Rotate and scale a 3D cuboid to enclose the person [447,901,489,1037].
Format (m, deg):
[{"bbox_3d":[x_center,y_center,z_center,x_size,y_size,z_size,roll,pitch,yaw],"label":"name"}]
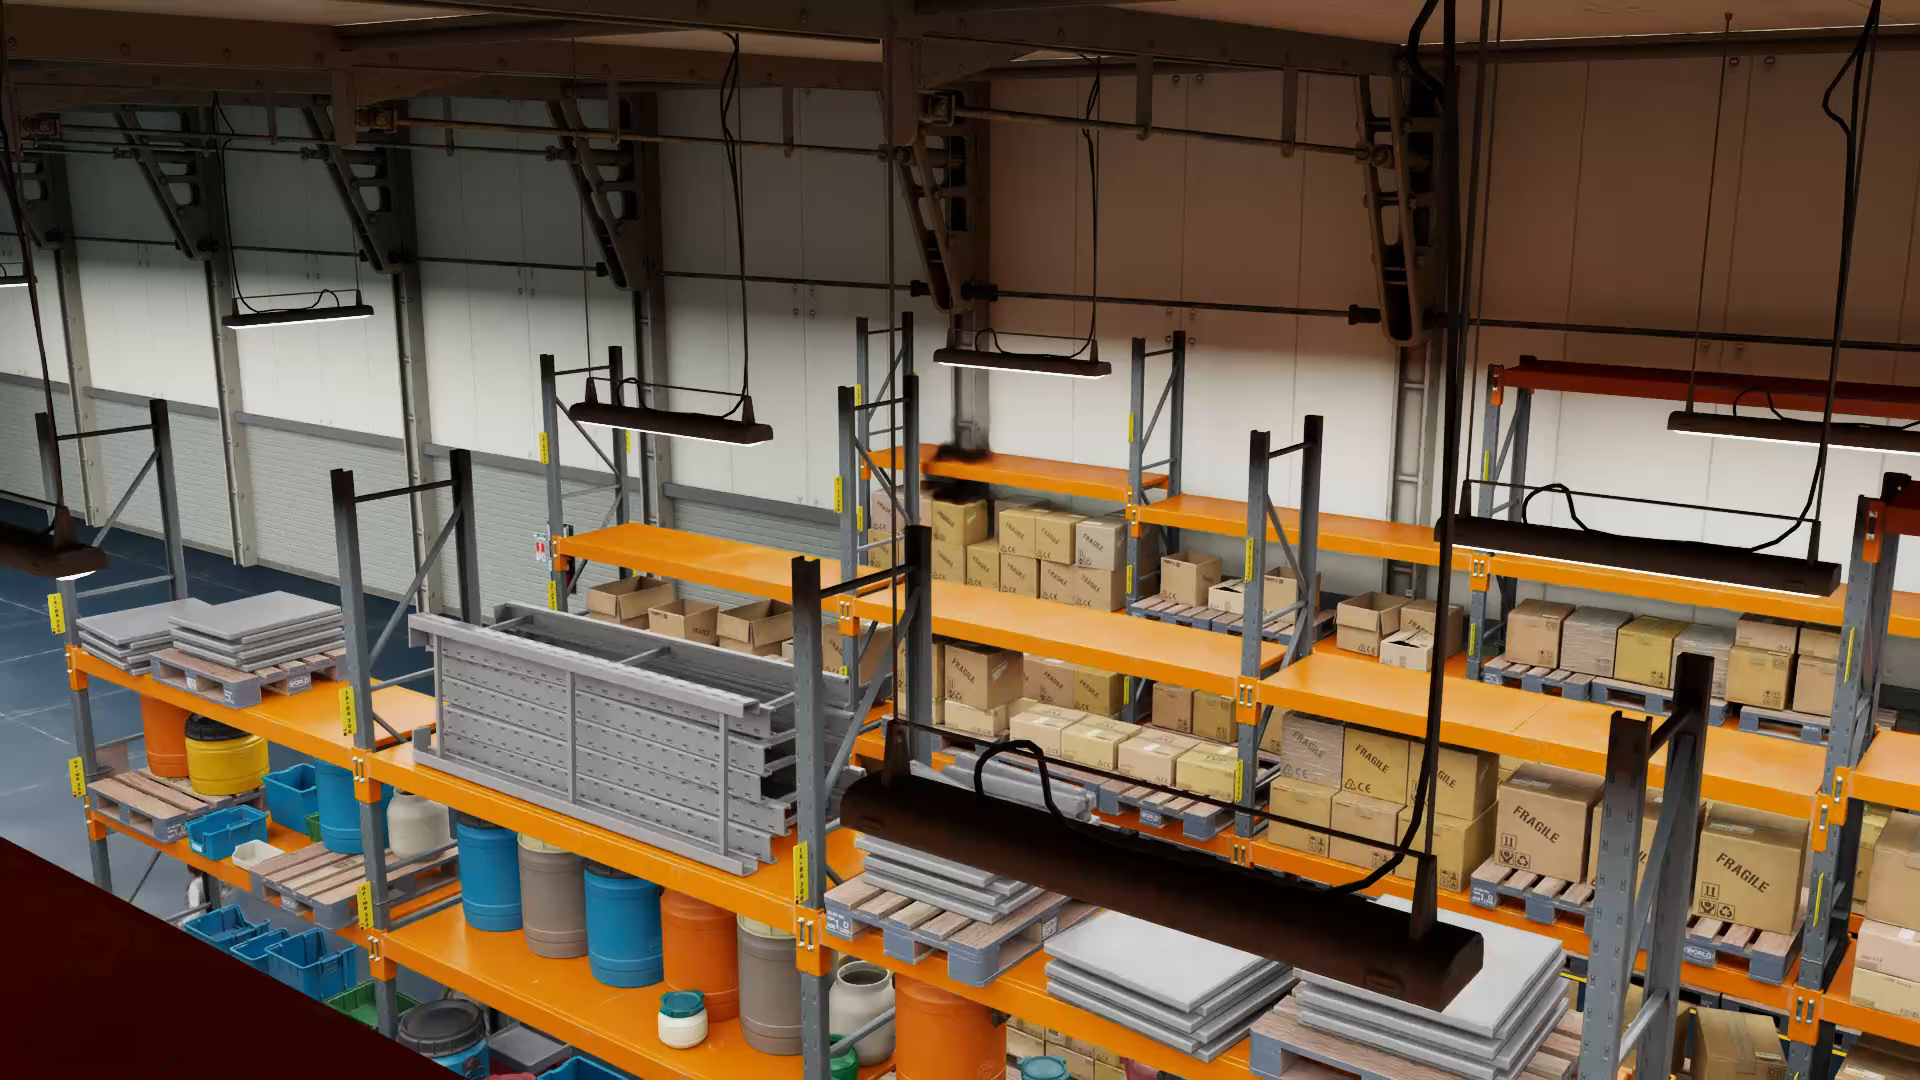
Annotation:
[{"bbox_3d":[-4.363,3.906,14.717,0.660,1.642,0.541,5,14,20],"label":"person"}]

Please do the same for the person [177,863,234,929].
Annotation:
[{"bbox_3d":[-7.138,3.708,15.896,0.621,1.569,0.586,1,13,6],"label":"person"}]
